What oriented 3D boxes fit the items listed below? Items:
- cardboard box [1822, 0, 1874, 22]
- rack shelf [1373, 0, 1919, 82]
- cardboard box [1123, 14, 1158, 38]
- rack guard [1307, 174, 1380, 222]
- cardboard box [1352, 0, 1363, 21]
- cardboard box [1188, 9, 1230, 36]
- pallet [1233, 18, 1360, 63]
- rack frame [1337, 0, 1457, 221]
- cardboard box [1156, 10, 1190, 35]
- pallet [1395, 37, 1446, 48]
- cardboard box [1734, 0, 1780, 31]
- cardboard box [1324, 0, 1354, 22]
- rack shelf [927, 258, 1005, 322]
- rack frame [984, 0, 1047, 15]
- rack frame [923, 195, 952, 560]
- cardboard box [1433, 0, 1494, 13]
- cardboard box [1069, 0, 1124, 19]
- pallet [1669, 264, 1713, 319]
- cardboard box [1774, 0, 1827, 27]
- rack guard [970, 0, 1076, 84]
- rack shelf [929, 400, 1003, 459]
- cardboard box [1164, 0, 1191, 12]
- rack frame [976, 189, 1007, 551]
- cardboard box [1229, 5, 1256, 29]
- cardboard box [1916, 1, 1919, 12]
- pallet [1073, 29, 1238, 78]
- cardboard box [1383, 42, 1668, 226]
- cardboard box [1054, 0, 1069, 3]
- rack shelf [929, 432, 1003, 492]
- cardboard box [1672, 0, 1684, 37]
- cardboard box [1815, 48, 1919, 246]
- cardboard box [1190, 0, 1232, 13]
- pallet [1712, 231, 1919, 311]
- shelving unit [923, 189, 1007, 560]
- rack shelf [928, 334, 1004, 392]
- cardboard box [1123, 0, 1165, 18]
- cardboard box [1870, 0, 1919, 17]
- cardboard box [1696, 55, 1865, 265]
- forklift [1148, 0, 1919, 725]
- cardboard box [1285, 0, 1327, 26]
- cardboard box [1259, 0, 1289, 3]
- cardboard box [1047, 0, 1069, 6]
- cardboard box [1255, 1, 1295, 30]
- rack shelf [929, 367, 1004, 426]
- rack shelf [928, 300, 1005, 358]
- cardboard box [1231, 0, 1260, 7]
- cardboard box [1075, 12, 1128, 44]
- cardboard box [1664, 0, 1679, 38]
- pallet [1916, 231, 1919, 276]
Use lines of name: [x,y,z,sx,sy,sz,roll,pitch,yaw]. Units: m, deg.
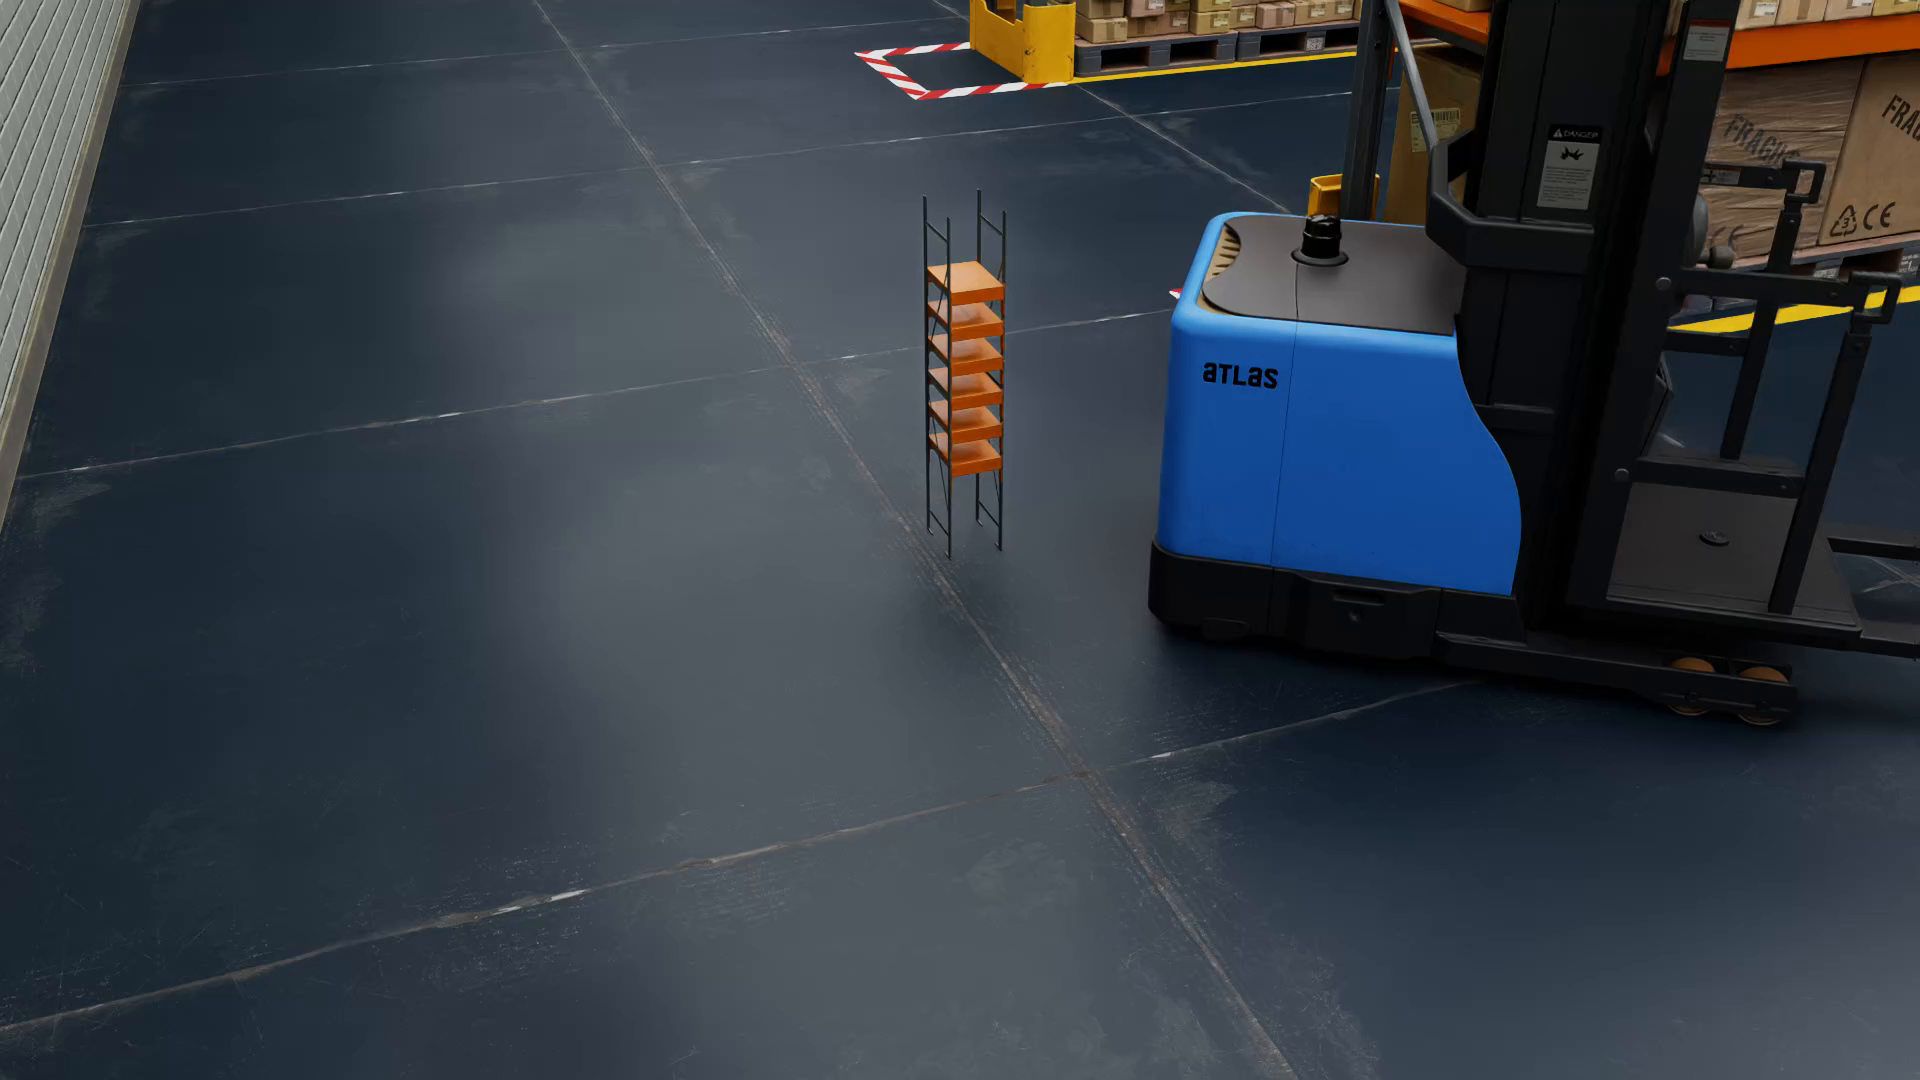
cardboard box: [3.632,-2.319,7.045,0.250,0.149,0.380,-11,31,-18]
rack shelf: [3.854,-2.330,7.536,4.000,0.370,1.077,-10,31,-18]
cardboard box: [1.165,-3.585,11.468,0.250,0.149,0.380,-11,31,-18]
rack guard: [1.957,-1.207,7.364,0.348,0.500,1.175,-10,31,-18]
cardboard box: [2.875,-3.846,11.926,0.250,0.149,0.380,-11,31,-18]
cardboard box: [1.673,-3.624,11.537,0.250,0.149,0.380,-10,31,-17]
pallet: [2.332,-3.750,12.119,1.213,0.211,1.003,-10,31,-18]
rack frame: [1.980,-2.297,6.752,0.127,3.000,1.000,-10,31,-18]
cardboard box: [1.395,-3.631,11.549,0.250,0.149,0.380,-10,31,-17]
pallet: [3.477,-3.962,12.492,1.213,0.211,1.003,-10,31,-18]
cardboard box: [3.152,-2.231,6.890,0.250,0.149,0.380,-11,31,-18]
cardboard box: [2.607,-3.832,11.901,0.250,0.149,0.380,-10,31,-17]
rack shelf: [0.014,-0.798,5.301,0.180,0.103,0.258,-10,31,-18]
rack frame: [0.345,-4.616,10.822,0.127,3.000,1.000,-10,31,-18]
rack frame: [-0.072,-0.508,5.430,0.006,1.200,0.240,-10,31,-18]
cardboard box: [2.199,-2.402,7.190,0.250,0.149,0.380,-10,31,-17]
cardboard box: [0.926,-3.660,11.300,0.250,0.149,0.380,-9,31,-16]
pallet: [2.702,-1.260,7.748,1.213,0.211,1.003,-10,31,-18]
cardboard box: [3.390,-2.275,6.966,0.250,0.149,0.380,-11,31,-19]
rack guard: [0.416,-3.543,11.464,0.348,0.500,1.175,-10,31,-18]
rack shelf: [0.014,-0.381,5.539,0.180,0.103,0.258,-10,31,-18]
cardboard box: [1.401,-3.765,11.483,0.250,0.149,0.380,-10,31,-17]
rack frame: [0.099,-0.540,5.485,0.006,1.200,0.240,-10,31,-18]
cardboard box: [1.879,-3.712,11.692,0.250,0.149,0.380,-10,31,-18]
cardboard box: [4.114,-2.409,7.201,0.250,0.149,0.380,-10,31,-17]
pallet: [1.190,-3.541,11.753,1.213,0.211,1.003,-10,31,-18]
cardboard box: [2.552,-1.704,7.433,0.875,0.875,0.875,-10,31,-18]
cardboard box: [0.740,-3.912,11.742,0.250,0.149,0.380,-11,32,-19]
rack shelf: [0.014,-0.277,5.598,0.180,0.103,0.258,-10,31,-18]
cardboard box: [2.908,-2.186,6.810,0.250,0.149,0.380,-11,32,-19]
cardboard box: [4.239,-2.015,7.979,0.875,0.875,0.875,-10,31,-18]
cardboard box: [1.679,-3.759,11.472,0.250,0.149,0.380,-9,31,-16]
pallet: [3.844,-1.469,8.115,1.213,0.211,1.003,-10,31,-18]
shelving unit: [0.014,-0.524,5.457,0.189,1.200,0.258,-10,31,-18]
rack shelf: [0.014,-0.589,5.420,0.180,0.103,0.258,-10,31,-18]
cardboard box: [1.202,-3.681,11.337,0.250,0.149,0.380,-11,31,-18]
cardboard box: [3.869,-2.362,7.120,0.250,0.149,0.380,-11,32,-19]
cardboard box: [3.405,-1.861,7.709,0.875,0.875,0.875,-10,31,-18]
forklift: [2.166,-1.029,4.596,3.031,2.935,1.130,7,30,12]
cardboard box: [2.393,-3.775,11.801,0.250,0.149,0.380,-10,31,-18]
cardboard box: [2.134,-3.915,11.746,0.250,0.149,0.380,-9,31,-15]
cardboard box: [0.766,-3.747,11.753,0.250,0.149,0.380,-10,31,-17]
cardboard box: [2.142,-3.715,11.696,0.250,0.149,0.380,-12,32,-20]
rack shelf: [0.014,-0.485,5.479,0.180,0.103,0.258,-10,31,-18]
rack shelf: [0.014,-0.694,5.361,0.180,0.103,0.258,-10,31,-18]
cardboard box: [1.894,-3.849,11.630,0.250,0.149,0.380,-12,32,-20]
cardboard box: [0.948,-3.502,11.322,0.250,0.149,0.380,-10,31,-17]
cardboard box: [2.668,-2.141,6.732,0.250,0.149,0.380,-11,31,-18]
pallet: [4.989,-1.681,8.488,1.213,0.211,1.003,-10,31,-18]
